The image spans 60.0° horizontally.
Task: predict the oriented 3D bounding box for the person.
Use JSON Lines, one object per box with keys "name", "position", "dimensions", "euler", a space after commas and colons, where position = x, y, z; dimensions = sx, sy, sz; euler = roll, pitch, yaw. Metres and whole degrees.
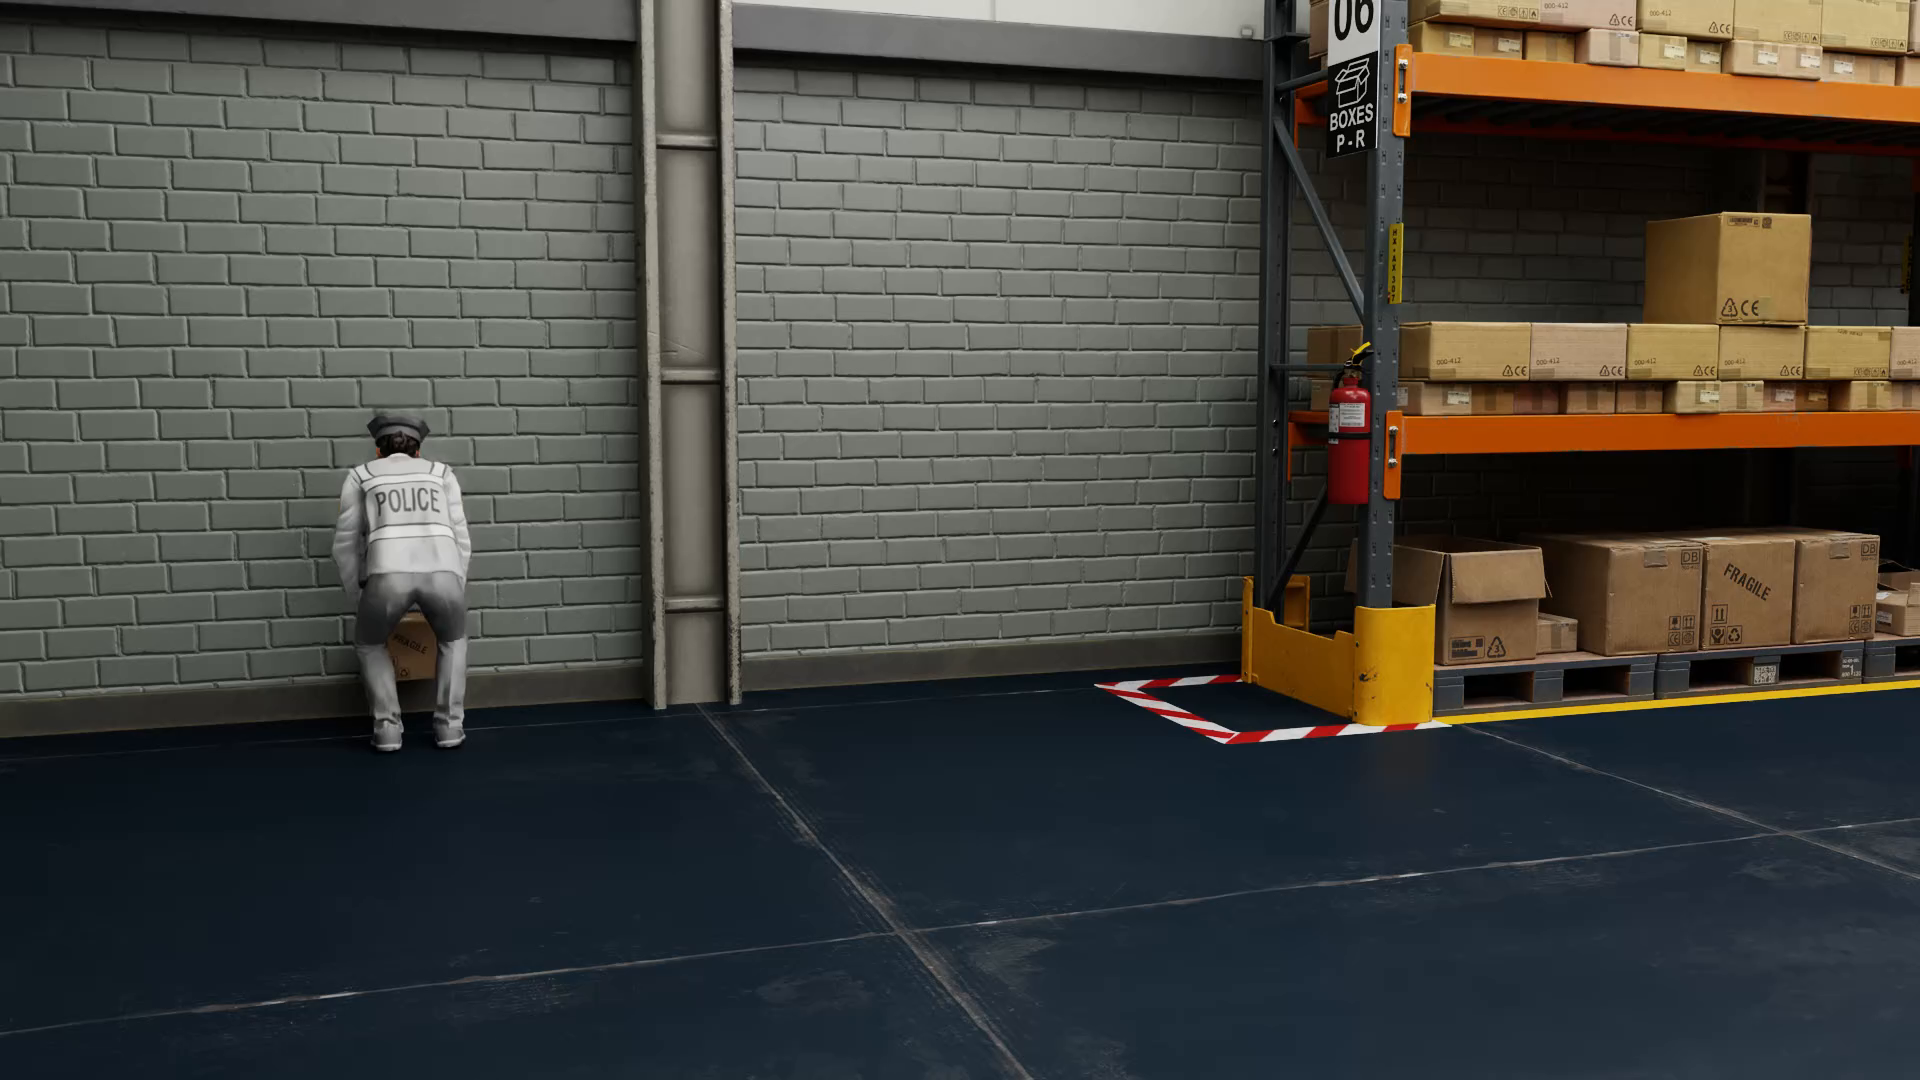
{"name": "person", "position": [-2.230, 0.166, 6.664], "dimensions": [0.534, 1.322, 0.737], "euler": [-2, 6, -18]}
